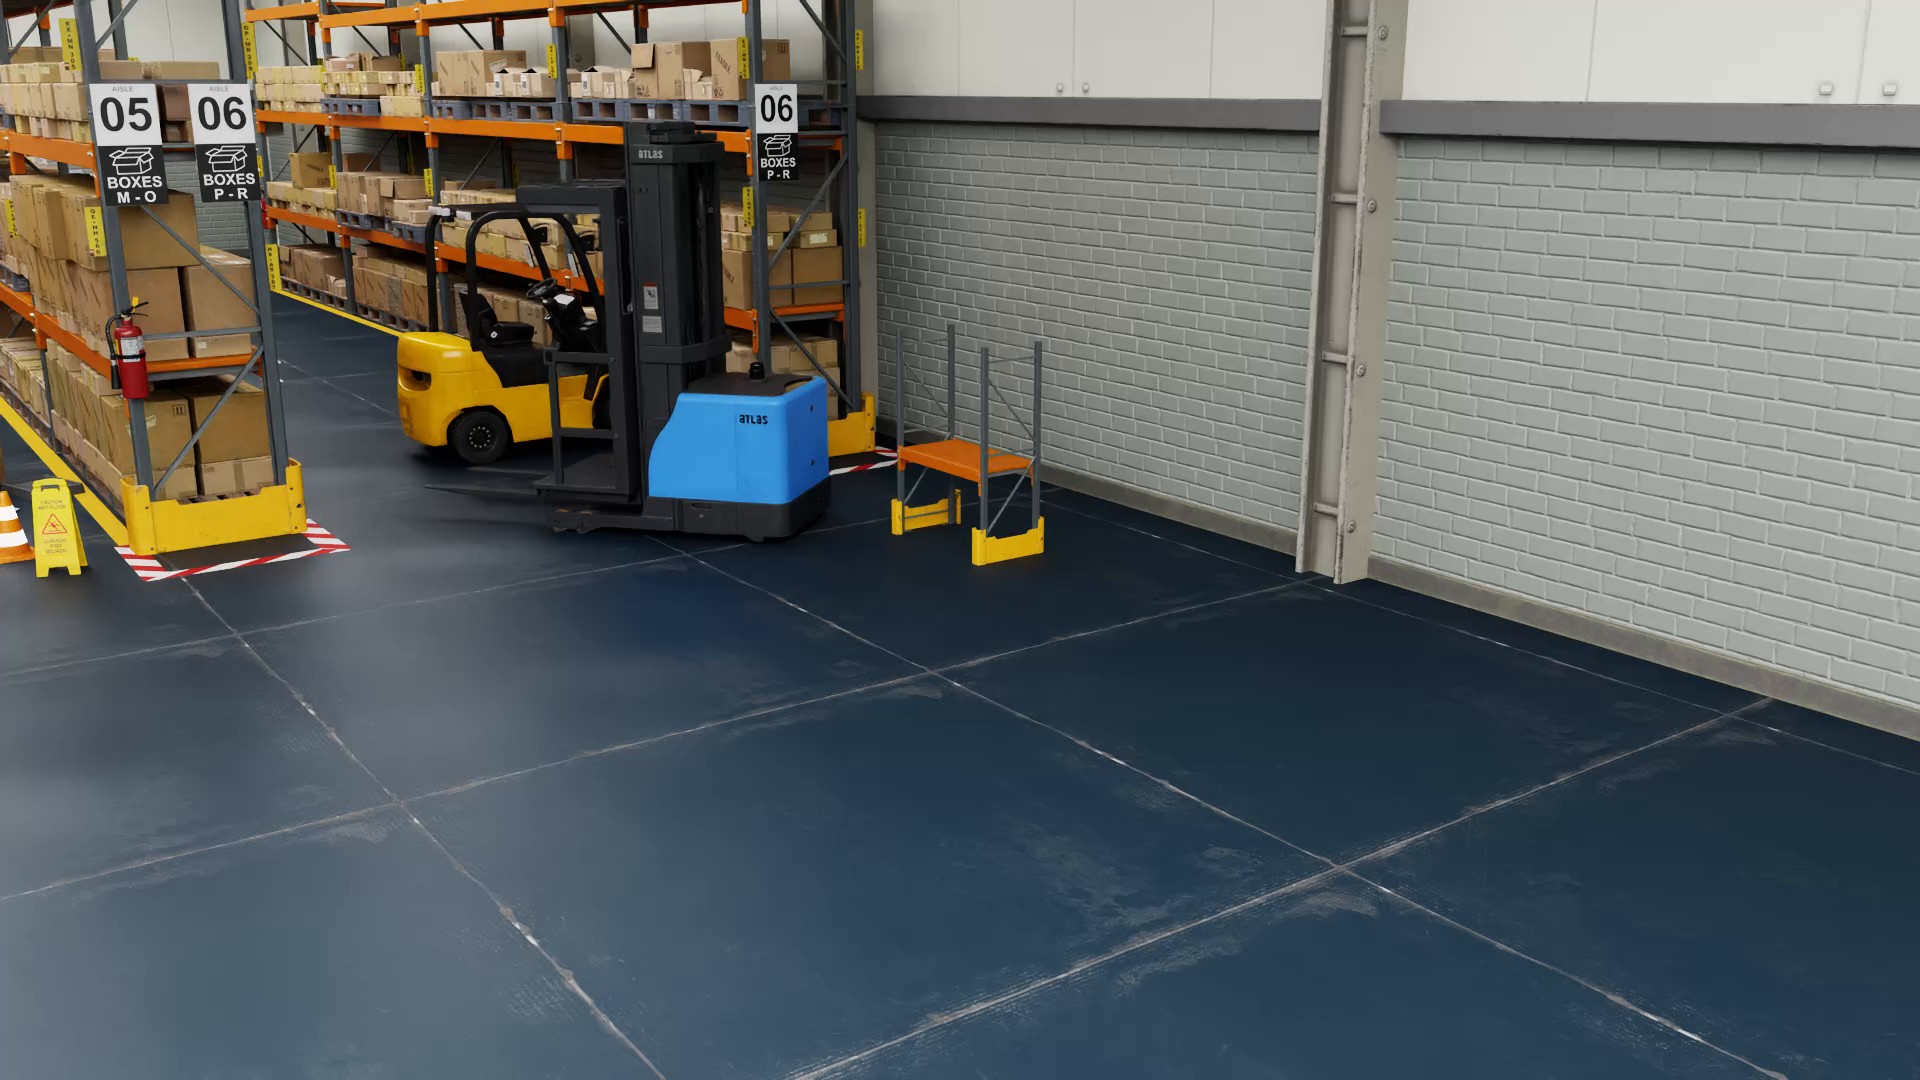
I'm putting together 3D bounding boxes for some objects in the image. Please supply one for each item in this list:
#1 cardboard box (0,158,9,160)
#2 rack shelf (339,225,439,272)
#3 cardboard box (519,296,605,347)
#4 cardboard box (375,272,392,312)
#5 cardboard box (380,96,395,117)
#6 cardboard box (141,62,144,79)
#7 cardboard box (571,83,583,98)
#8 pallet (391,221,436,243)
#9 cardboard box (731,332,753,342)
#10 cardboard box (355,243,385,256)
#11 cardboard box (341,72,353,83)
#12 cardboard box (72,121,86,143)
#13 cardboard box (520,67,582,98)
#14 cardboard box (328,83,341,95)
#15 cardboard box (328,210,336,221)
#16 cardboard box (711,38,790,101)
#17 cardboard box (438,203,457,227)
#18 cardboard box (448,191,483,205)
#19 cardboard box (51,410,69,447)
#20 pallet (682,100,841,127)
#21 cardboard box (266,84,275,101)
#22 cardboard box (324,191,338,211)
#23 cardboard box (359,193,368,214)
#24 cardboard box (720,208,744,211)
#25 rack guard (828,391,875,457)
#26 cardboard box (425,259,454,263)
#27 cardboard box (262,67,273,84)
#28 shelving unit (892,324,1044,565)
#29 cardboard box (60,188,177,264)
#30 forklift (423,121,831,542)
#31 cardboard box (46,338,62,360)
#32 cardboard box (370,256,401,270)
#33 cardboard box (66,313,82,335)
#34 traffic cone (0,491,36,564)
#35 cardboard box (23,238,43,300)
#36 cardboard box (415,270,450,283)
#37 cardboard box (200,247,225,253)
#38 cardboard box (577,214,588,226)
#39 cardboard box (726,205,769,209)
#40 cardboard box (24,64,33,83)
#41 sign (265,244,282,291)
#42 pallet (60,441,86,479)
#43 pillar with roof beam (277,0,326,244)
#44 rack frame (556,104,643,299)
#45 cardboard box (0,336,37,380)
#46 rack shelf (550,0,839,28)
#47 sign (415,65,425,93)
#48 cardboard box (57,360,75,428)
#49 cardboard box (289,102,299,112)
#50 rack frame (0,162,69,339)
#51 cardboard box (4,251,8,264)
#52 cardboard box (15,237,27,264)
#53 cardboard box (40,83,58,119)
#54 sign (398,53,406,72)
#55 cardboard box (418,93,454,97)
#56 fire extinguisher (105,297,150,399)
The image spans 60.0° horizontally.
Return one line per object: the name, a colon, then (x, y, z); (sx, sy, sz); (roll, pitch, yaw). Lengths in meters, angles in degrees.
cardboard box: (-11.933, -4.477, 20.668); (0.500, 0.500, 0.500); (-10, 18, -33)
rack shelf: (-7.210, -4.000, 22.372); (1.077, 0.370, 4.000); (-11, 19, -35)
cardboard box: (-4.448, -2.400, 18.865); (0.875, 0.625, 0.625); (-11, 19, -35)
cardboard box: (-7.672, -3.414, 22.805); (0.500, 0.500, 0.500); (-12, 19, -36)
cardboard box: (-7.122, -5.581, 21.385); (0.500, 0.250, 0.500); (-11, 19, -35)
cardboard box: (-5.955, -3.476, 12.377); (0.380, 0.149, 0.250); (-11, 19, -35)
cardboard box: (-3.664, -4.499, 16.642); (0.380, 0.149, 0.250); (-10, 18, -33)
pallet: (-6.489, -3.961, 21.231); (1.213, 0.211, 1.003); (-11, 19, -35)
cardboard box: (-2.158, -1.728, 15.228); (0.500, 0.250, 0.500); (-10, 18, -34)
cardboard box: (-8.341, -4.119, 23.591); (0.380, 0.149, 0.250); (-11, 19, -35)
cardboard box: (-8.063, -6.205, 22.310); (0.380, 0.149, 0.250); (-11, 19, -35)
cardboard box: (-5.952, -2.847, 11.590); (0.380, 0.149, 0.250); (-11, 19, -34)
cardboard box: (-4.305, -4.837, 17.570); (0.500, 0.311, 0.500); (-12, 19, -36)
cardboard box: (-8.408, -6.164, 22.726); (0.380, 0.149, 0.250); (-11, 19, -34)
cardboard box: (-8.948, -4.734, 24.167); (0.380, 0.149, 0.250); (-10, 18, -33)
cardboard box: (-1.787, -4.014, 14.205); (0.500, 0.500, 0.500); (-10, 18, -33)
cardboard box: (-5.991, -3.952, 20.172); (0.500, 0.250, 0.500); (-11, 19, -35)
cardboard box: (-5.927, -4.111, 19.995); (0.380, 0.149, 0.250); (-10, 18, -33)
cardboard box: (-7.566, -1.003, 14.472); (0.500, 0.250, 0.500); (-12, 19, -37)
pallet: (-1.725, -3.771, 14.657); (1.003, 0.211, 1.213); (-11, 19, -35)
cardboard box: (-10.382, -6.904, 25.657); (0.500, 0.250, 0.500); (-10, 18, -33)
cardboard box: (-8.882, -4.916, 24.077); (0.500, 0.250, 0.500); (-10, 18, -33)
cardboard box: (-7.879, -4.556, 22.498); (0.396, 0.266, 0.258); (-10, 18, -32)
cardboard box: (-2.143, -2.924, 15.097); (0.380, 0.149, 0.250); (-11, 19, -34)
rack guard: (-1.316, -1.001, 14.787); (1.175, 0.500, 0.348); (-11, 19, -35)
cardboard box: (-7.141, -3.780, 22.917); (0.380, 0.149, 0.250); (-11, 19, -34)
cardboard box: (-10.396, -7.142, 25.581); (0.500, 0.250, 0.500); (-11, 19, -35)
shelving unit: (0.045, -0.707, 11.819); (0.587, 1.500, 1.083); (-11, 19, -35)
cardboard box: (-6.111, -2.299, 12.147); (0.700, 0.500, 0.500); (-11, 19, -34)
forklift: (-2.561, -1.591, 12.337); (3.031, 2.935, 1.130); (4, 16, 14)
cardboard box: (-7.541, -1.642, 14.156); (0.380, 0.149, 0.250); (-11, 19, -34)
cardboard box: (-8.004, -3.866, 23.230); (0.380, 0.149, 0.250); (-12, 19, -37)
cardboard box: (-6.854, -1.732, 13.200); (0.380, 0.149, 0.250); (-11, 19, -35)
traffic cone: (-6.639, -0.109, 11.596); (0.336, 0.463, 0.334); (-11, 19, -35)
cardboard box: (-7.661, -2.349, 14.224); (0.500, 0.500, 0.500); (-11, 19, -35)
cardboard box: (-6.834, -3.413, 21.573); (0.380, 0.149, 0.250); (-12, 19, -36)
cardboard box: (-6.005, -1.995, 12.931); (0.500, 0.500, 0.500); (-11, 19, -36)
cardboard box: (-3.707, -3.318, 17.099); (0.380, 0.149, 0.250); (-11, 19, -35)
cardboard box: (-1.957, -3.044, 15.535); (0.380, 0.149, 0.250); (-10, 18, -33)
cardboard box: (-7.130, -3.673, 13.097); (0.380, 0.149, 0.250); (-12, 19, -36)
sign: (-4.904, -1.942, 11.851); (0.100, 0.325, 0.005); (-11, 19, -35)
pallet: (-7.271, -0.812, 14.642); (1.003, 0.211, 1.213); (-11, 19, -35)
pillar with roof beam: (-15.076, -8.569, 26.340); (9.100, 9.000, 0.400); (-11, 19, -35)
rack frame: (-3.682, -3.066, 17.596); (1.000, 3.000, 0.127); (-11, 19, -35)
cardboard box: (-9.723, -1.962, 17.744); (0.950, 0.372, 0.625); (-12, 20, -38)
rack shelf: (-2.506, -4.993, 15.392); (1.077, 0.370, 4.000); (-11, 19, -35)
sign: (-6.474, -5.533, 19.947); (0.100, 0.325, 0.005); (-11, 19, -35)
cardboard box: (-7.242, -1.252, 13.962); (0.500, 0.500, 0.500); (-10, 18, -32)
cardboard box: (-9.765, -6.455, 24.772); (0.380, 0.149, 0.250); (-10, 18, -33)
rack frame: (-10.047, -3.149, 17.899); (1.000, 3.000, 0.127); (-11, 19, -35)
cardboard box: (-9.095, -2.779, 16.229); (0.380, 0.149, 0.250); (-10, 18, -33)
cardboard box: (-8.152, -2.752, 14.901); (0.500, 0.500, 0.500); (-11, 19, -36)
cardboard box: (-6.465, -3.244, 12.284); (0.500, 0.250, 0.500); (-10, 18, -33)
sign: (-7.939, -6.747, 23.639); (0.100, 0.325, 0.005); (-11, 19, -35)
cardboard box: (-6.437, -5.525, 20.428); (0.380, 0.149, 0.250); (-10, 18, -33)
fire extinguisher: (-5.648, -1.307, 11.317); (0.296, 0.674, 0.183); (-11, 19, -35)
